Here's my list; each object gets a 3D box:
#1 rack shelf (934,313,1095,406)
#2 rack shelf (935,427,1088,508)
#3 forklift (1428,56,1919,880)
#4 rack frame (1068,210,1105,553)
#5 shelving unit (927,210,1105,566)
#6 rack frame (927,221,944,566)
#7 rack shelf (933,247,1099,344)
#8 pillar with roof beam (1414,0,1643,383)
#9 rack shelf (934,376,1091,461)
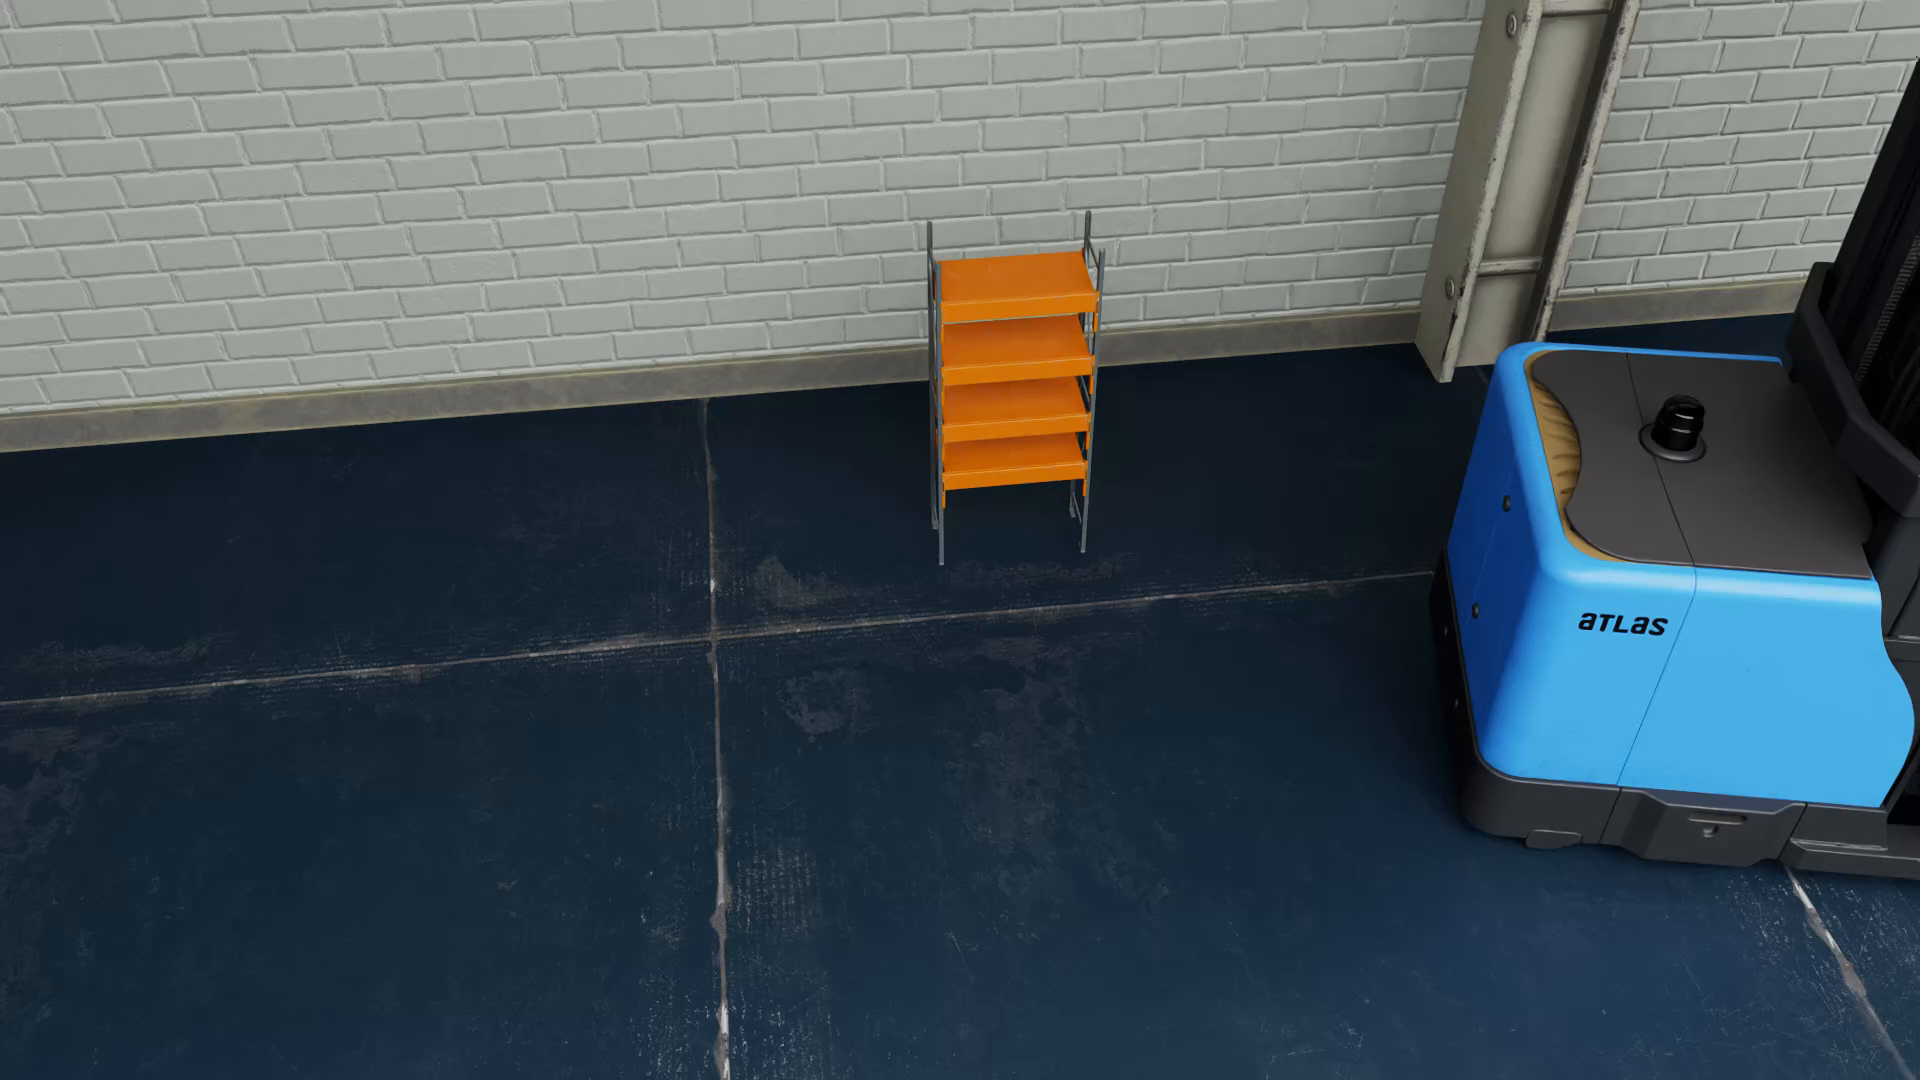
[{"bbox_3d":[0.164,-0.576,5.259,0.480,0.148,0.258,-5,42,-6],"label":"rack shelf"},{"bbox_3d":[0.164,-0.263,5.542,0.480,0.148,0.258,-5,42,-6],"label":"rack shelf"},{"bbox_3d":[2.986,-0.442,4.052,3.031,2.935,1.130,4,42,5],"label":"forklift"},{"bbox_3d":[0.406,-0.481,5.388,0.015,1.200,0.240,-5,42,-6],"label":"rack frame"},{"bbox_3d":[0.164,-0.460,5.364,0.503,1.200,0.258,-5,42,-6],"label":"shelving unit"},{"bbox_3d":[-0.078,-0.439,5.341,0.015,1.200,0.240,-5,42,-6],"label":"rack frame"},{"bbox_3d":[0.164,-0.752,5.101,0.480,0.148,0.258,-5,42,-6],"label":"rack shelf"},{"bbox_3d":[2.581,-1.210,0.373,0.400,9.000,9.100,-5,42,-6],"label":"pillar with roof beam"},{"bbox_3d":[0.164,-0.410,5.409,0.480,0.148,0.258,-5,42,-6],"label":"rack shelf"}]
